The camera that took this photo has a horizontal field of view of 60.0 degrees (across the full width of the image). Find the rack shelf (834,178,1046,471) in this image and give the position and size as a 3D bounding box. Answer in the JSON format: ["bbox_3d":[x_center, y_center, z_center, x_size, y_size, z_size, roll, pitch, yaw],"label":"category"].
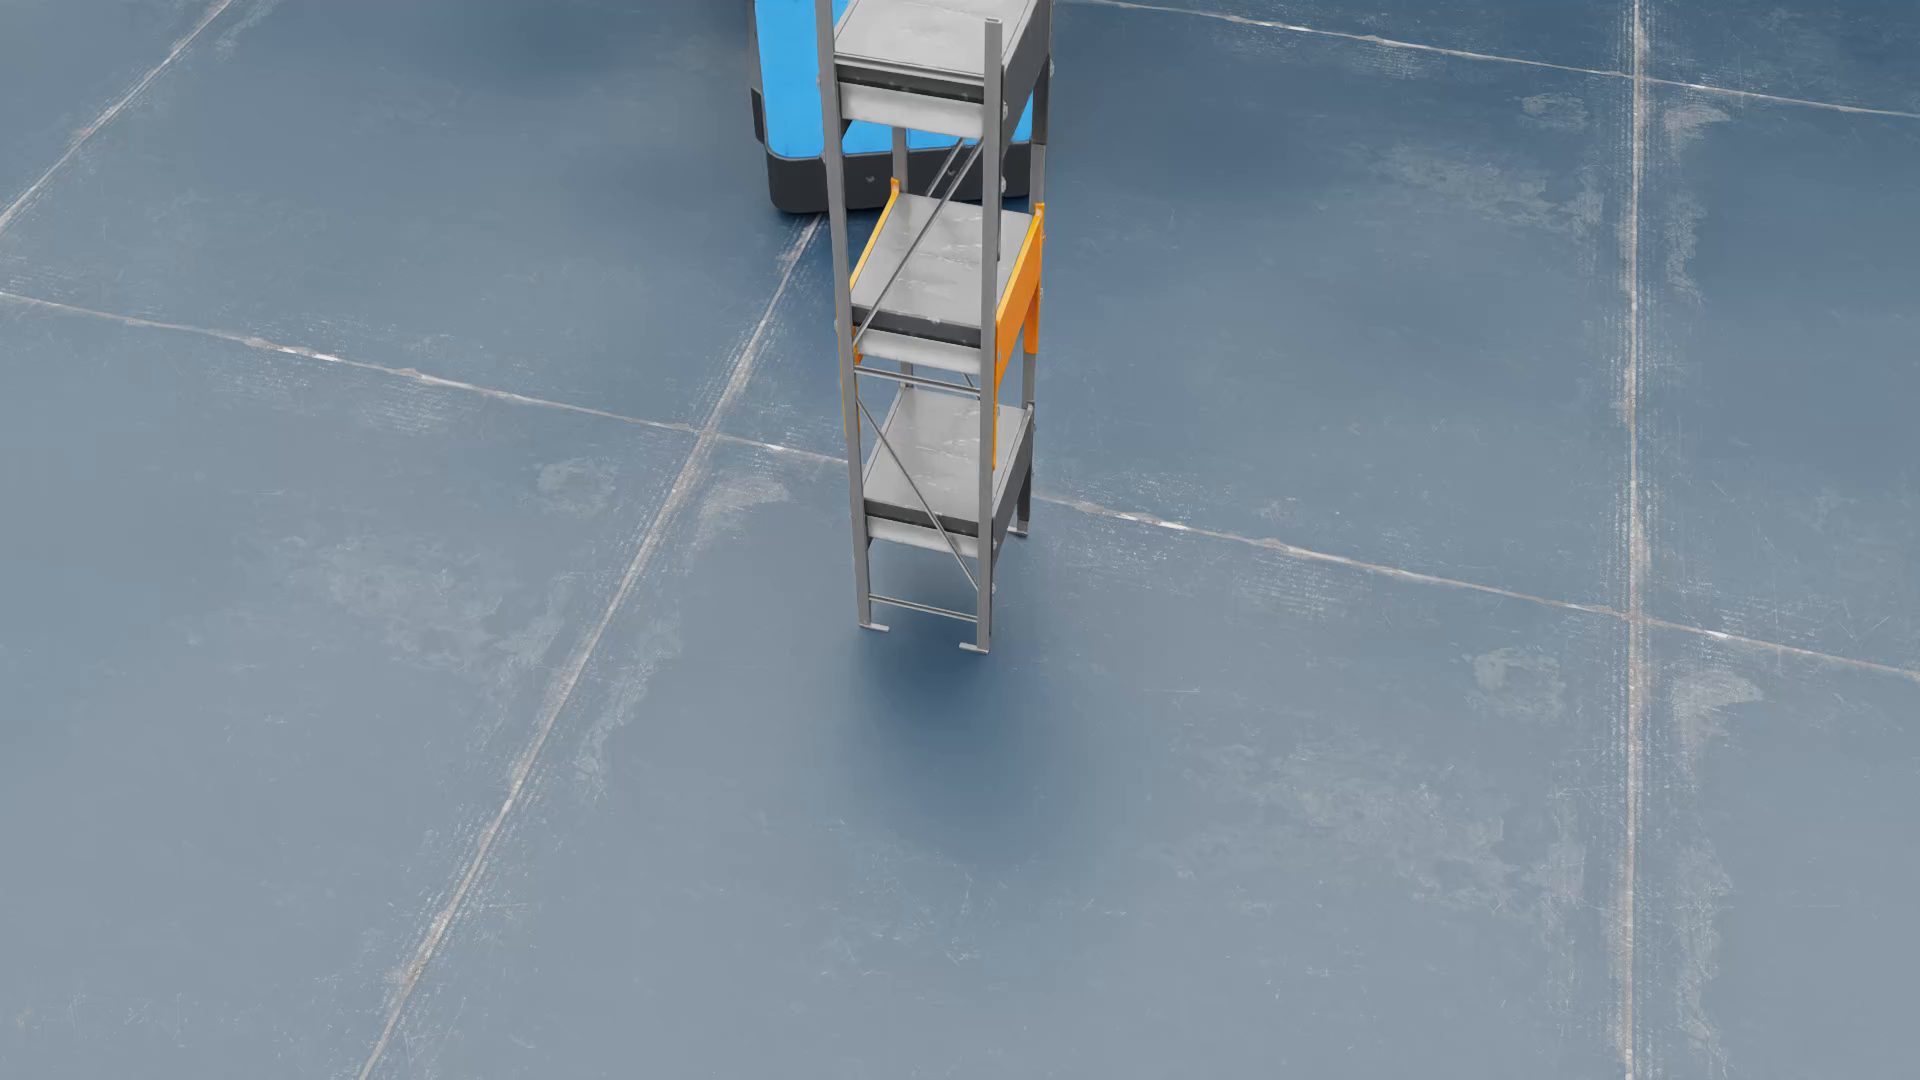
[{"bbox_3d":[-0.044,-0.566,4.367,0.431,0.518,0.480,12,50,10],"label":"rack shelf"}]

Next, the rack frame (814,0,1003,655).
[{"bbox_3d":[-0.108,-0.399,4.201,0.400,2.100,0.015,12,50,10],"label":"rack frame"}]

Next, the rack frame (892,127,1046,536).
[{"bbox_3d":[0.021,-0.752,4.513,0.400,2.100,0.015,12,50,10],"label":"rack frame"}]

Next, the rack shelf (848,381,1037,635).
[{"bbox_3d":[-0.044,-0.103,4.892,0.431,0.518,0.480,12,50,10],"label":"rack shelf"}]

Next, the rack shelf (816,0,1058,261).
[{"bbox_3d":[-0.044,-1.029,3.842,0.431,0.518,0.480,12,50,10],"label":"rack shelf"}]

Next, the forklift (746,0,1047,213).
[{"bbox_3d":[-0.370,-3.313,6.219,1.130,2.935,3.031,-5,49,-5],"label":"forklift"}]

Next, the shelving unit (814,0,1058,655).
[{"bbox_3d":[-0.044,-0.575,4.357,0.431,2.100,0.503,12,50,10],"label":"shelving unit"}]
